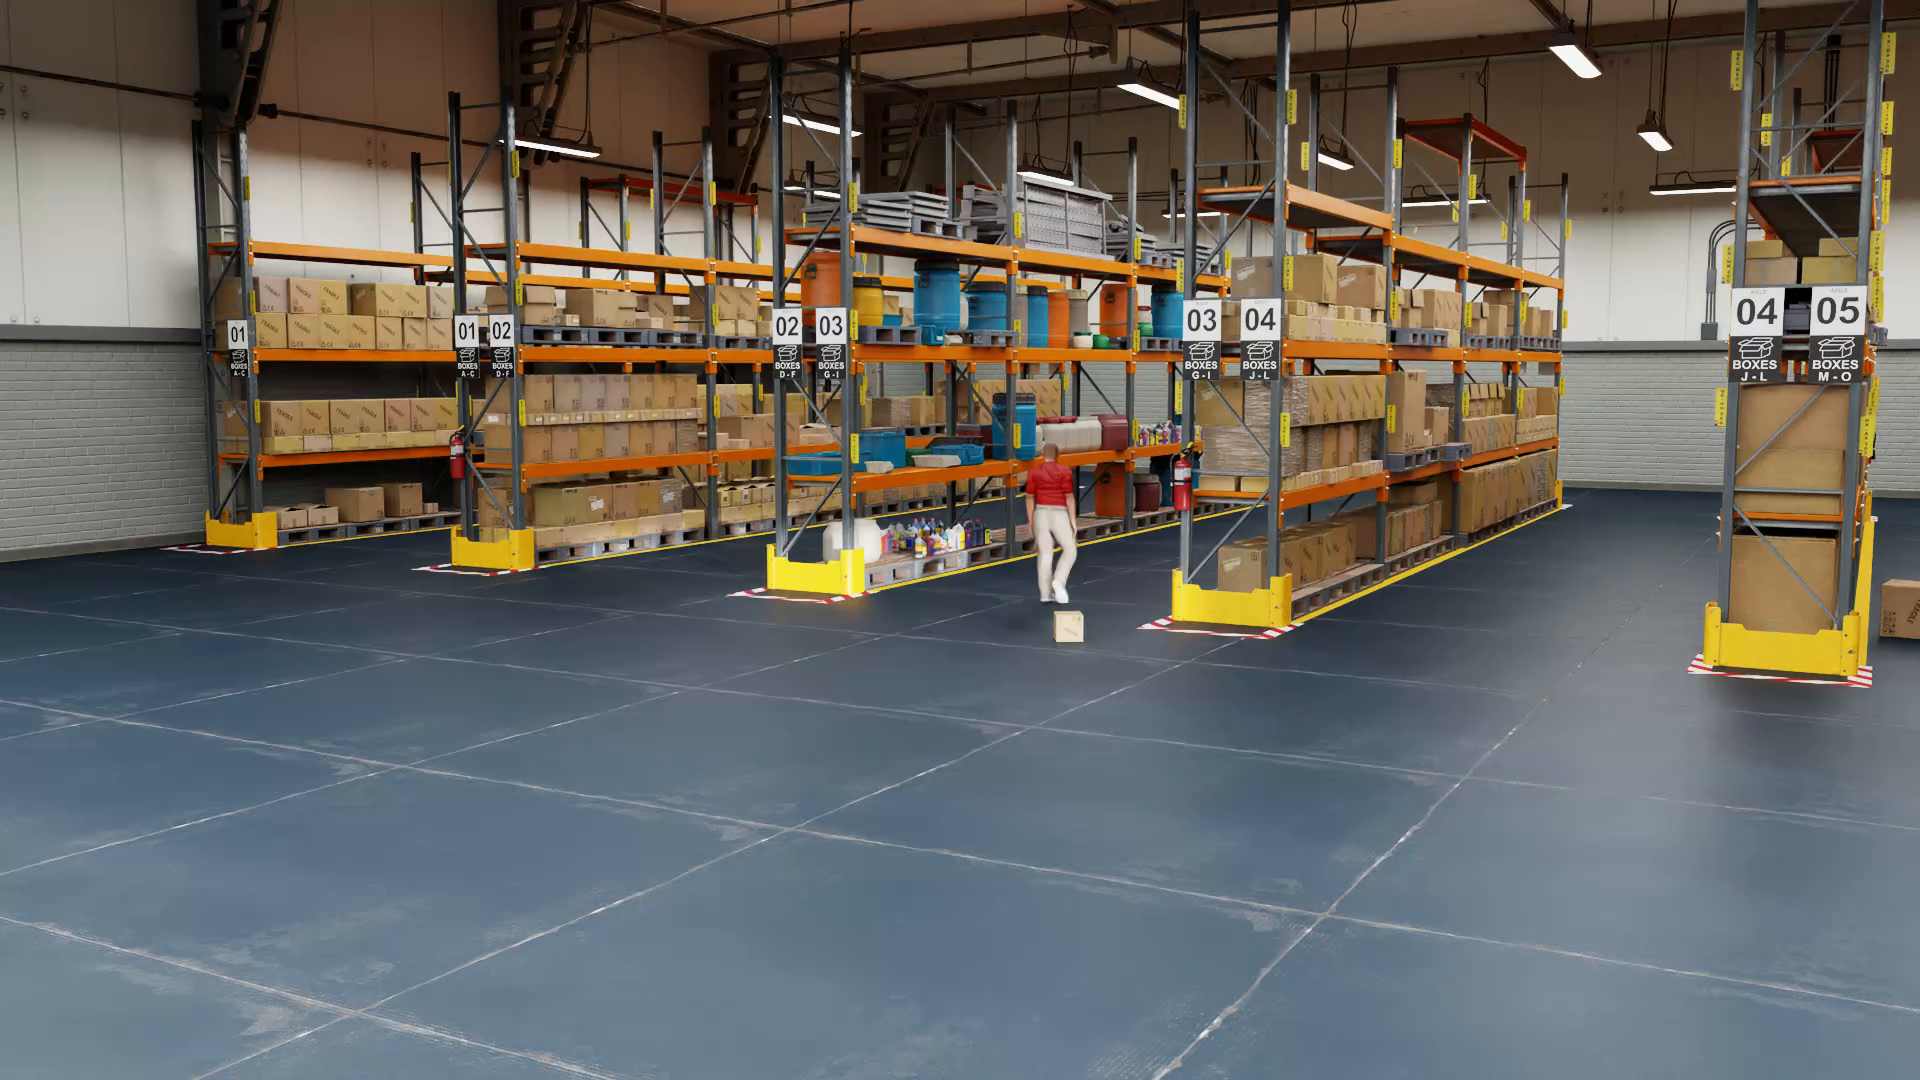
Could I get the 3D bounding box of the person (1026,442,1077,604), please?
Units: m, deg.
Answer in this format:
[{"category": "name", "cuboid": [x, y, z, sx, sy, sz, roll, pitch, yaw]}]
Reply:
[{"category": "person", "cuboid": [0.992, -0.186, 17.828, 0.564, 1.737, 0.475, 2, 6, 16]}]
